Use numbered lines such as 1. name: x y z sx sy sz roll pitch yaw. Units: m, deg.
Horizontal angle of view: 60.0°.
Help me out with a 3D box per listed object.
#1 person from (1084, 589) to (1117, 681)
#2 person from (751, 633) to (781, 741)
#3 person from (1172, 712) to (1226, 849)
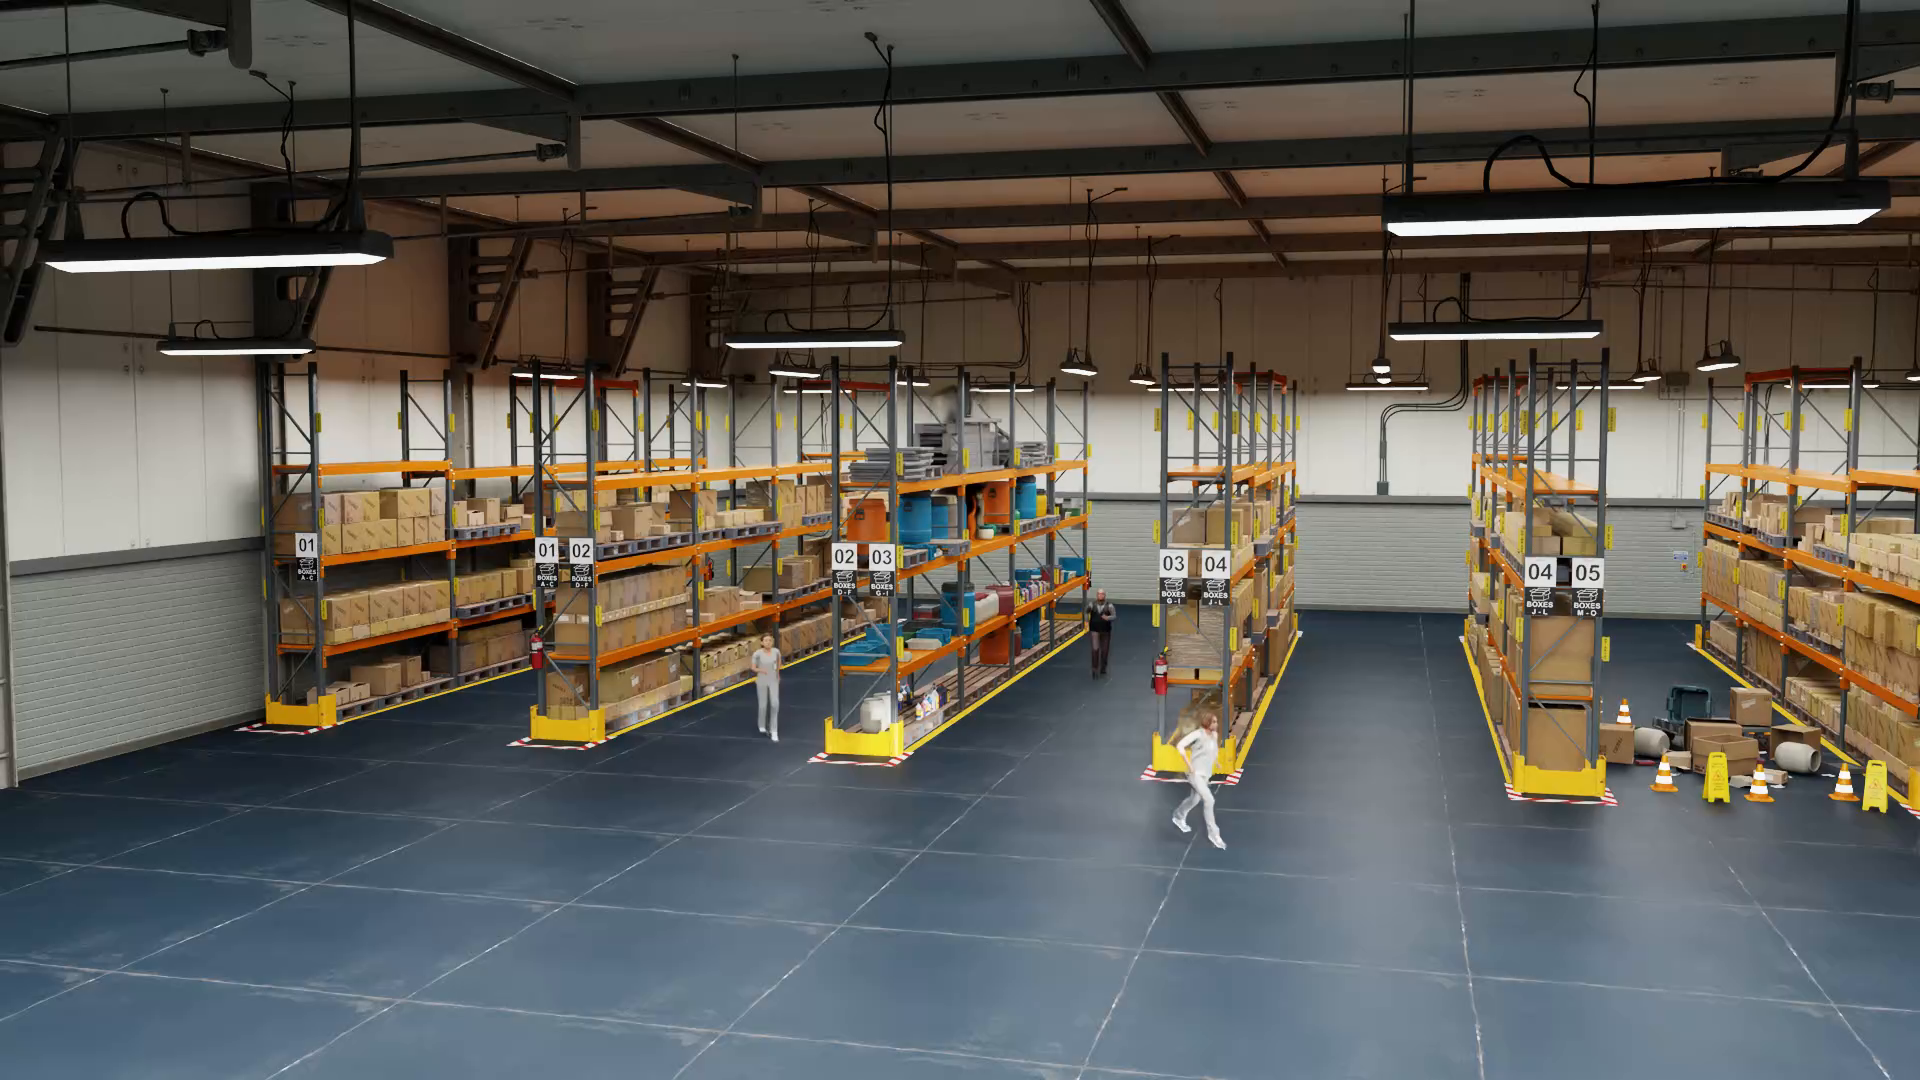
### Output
1. person: 2.750 1.846 32.593 0.631 1.778 0.791 0 4 2
2. person: -3.070 2.316 26.405 0.507 1.710 0.809 -1 4 -12
3. person: 2.835 2.816 19.841 0.556 1.589 0.893 -3 5 -41
